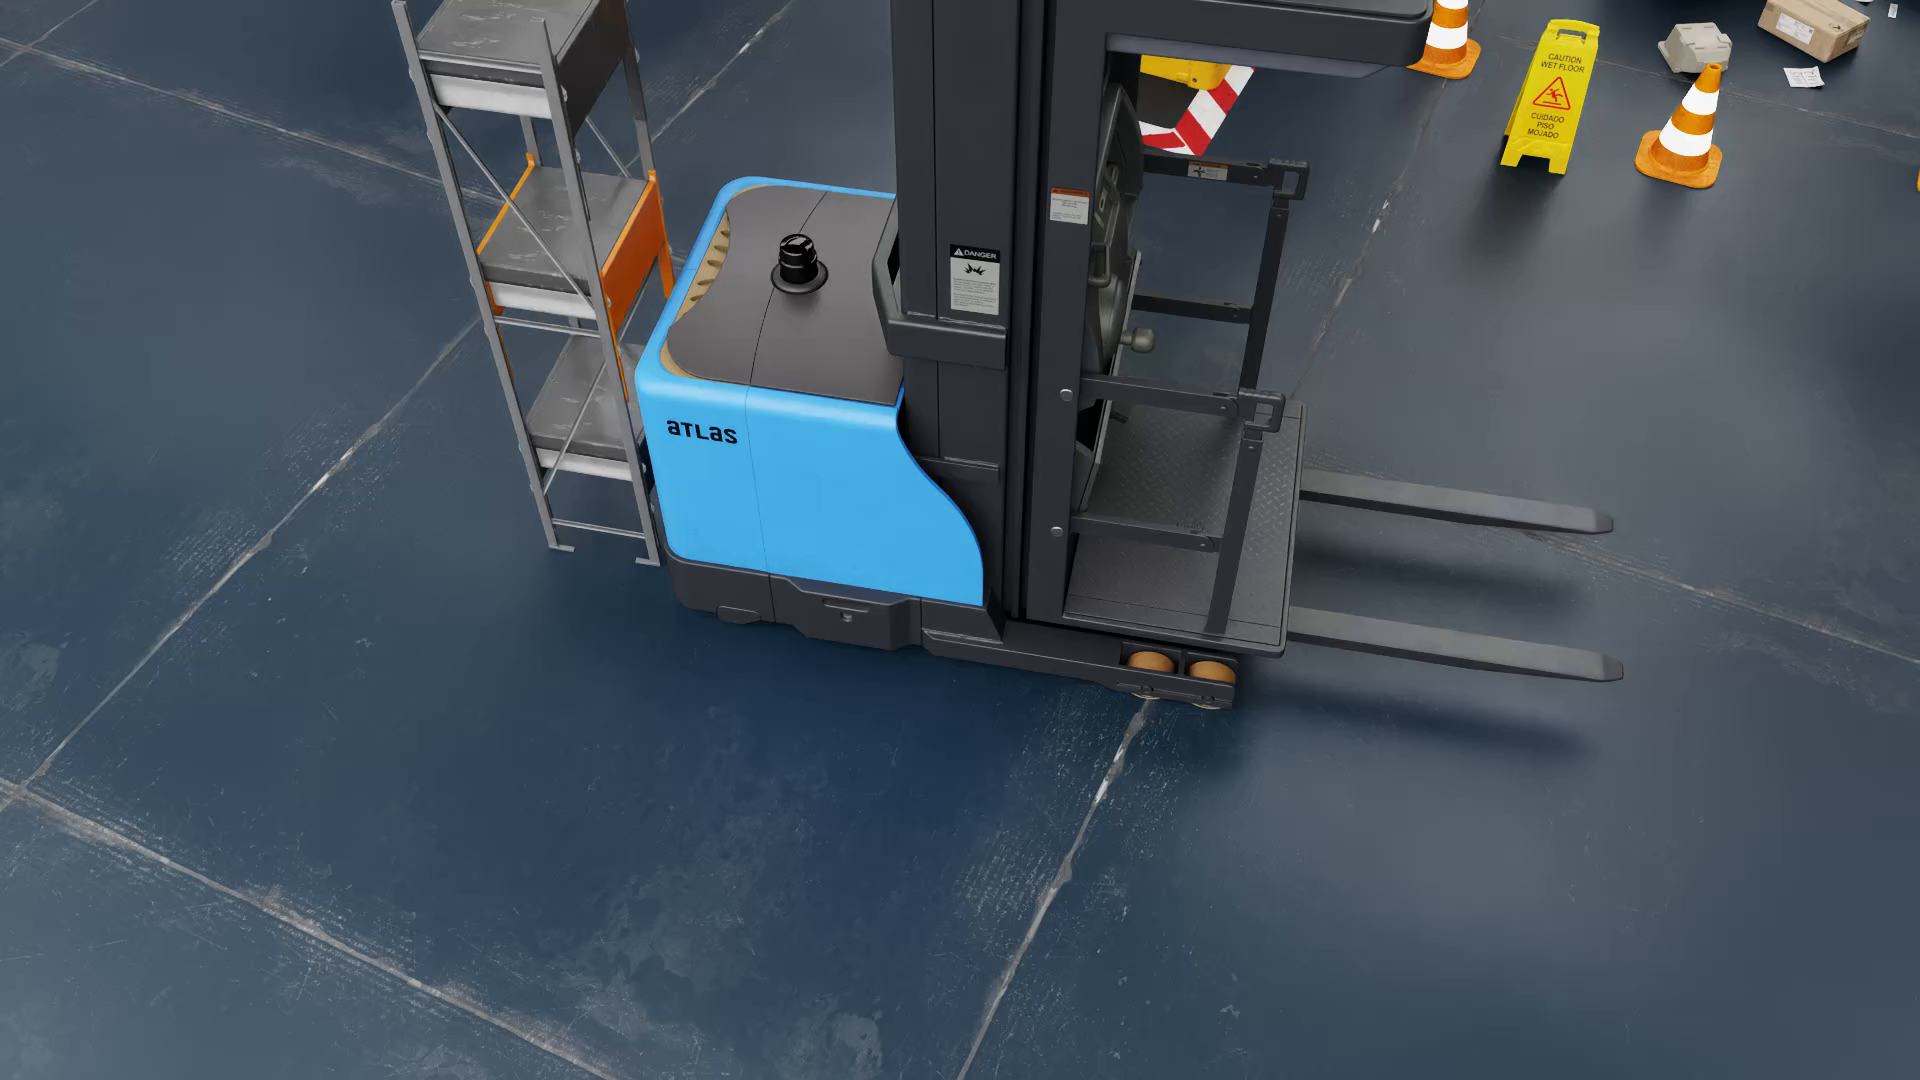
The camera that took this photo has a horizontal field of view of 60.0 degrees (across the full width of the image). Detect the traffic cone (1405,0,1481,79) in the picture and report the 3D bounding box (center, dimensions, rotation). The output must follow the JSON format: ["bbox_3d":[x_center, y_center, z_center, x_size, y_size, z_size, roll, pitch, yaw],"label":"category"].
[{"bbox_3d":[2.205,-2.382,7.473,0.336,0.463,0.334,20,52,16],"label":"traffic cone"}]

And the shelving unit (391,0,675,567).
[{"bbox_3d":[-1.164,-0.807,5.058,0.431,2.100,0.503,9,50,8],"label":"shelving unit"}]

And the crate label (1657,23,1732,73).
[{"bbox_3d":[3.361,-2.236,7.563,0.250,0.136,0.298,-4,50,-3],"label":"crate label"}]

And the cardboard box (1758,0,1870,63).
[{"bbox_3d":[3.946,-2.395,7.690,0.250,0.149,0.380,-28,55,-22],"label":"cardboard box"}]

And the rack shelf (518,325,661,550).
[{"bbox_3d":[-1.164,-0.345,5.602,0.431,0.518,0.480,9,50,8],"label":"rack shelf"}]

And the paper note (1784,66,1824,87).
[{"bbox_3d":[3.817,-2.096,7.513,0.148,0.019,0.142,4,50,3],"label":"paper note"}]

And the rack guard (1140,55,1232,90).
[{"bbox_3d":[0.684,-2.474,7.527,1.175,0.500,0.348,20,52,16],"label":"rack guard"}]

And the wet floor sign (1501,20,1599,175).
[{"bbox_3d":[2.472,-1.873,6.920,0.267,0.644,0.232,12,51,10],"label":"wet floor sign"}]

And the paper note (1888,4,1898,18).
[{"bbox_3d":[4.420,-2.508,7.877,0.032,0.001,0.123,20,52,16],"label":"paper note"}]

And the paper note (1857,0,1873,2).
[{"bbox_3d":[4.316,-2.628,7.974,0.142,0.019,0.148,-37,59,-27],"label":"paper note"}]

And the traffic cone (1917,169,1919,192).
[{"bbox_3d":[4.230,-1.653,6.853,0.336,0.463,0.334,20,52,16],"label":"traffic cone"}]

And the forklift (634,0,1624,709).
[{"bbox_3d":[0.615,-0.856,4.554,3.031,2.935,1.130,9,50,7],"label":"forklift"}]

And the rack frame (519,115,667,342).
[{"bbox_3d":[-1.114,-0.989,5.213,0.400,2.100,0.015,9,50,8],"label":"rack frame"}]

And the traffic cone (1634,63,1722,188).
[{"bbox_3d":[3.081,-1.780,6.961,0.336,0.463,0.334,20,52,16],"label":"traffic cone"}]

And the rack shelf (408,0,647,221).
[{"bbox_3d":[-1.164,-1.252,4.535,0.431,0.518,0.480,9,50,8],"label":"rack shelf"}]

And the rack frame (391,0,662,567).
[{"bbox_3d":[-1.215,-0.625,4.904,0.400,2.100,0.015,9,50,8],"label":"rack frame"}]

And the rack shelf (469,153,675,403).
[{"bbox_3d":[-1.164,-0.798,5.069,0.431,0.518,0.480,9,50,8],"label":"rack shelf"}]
